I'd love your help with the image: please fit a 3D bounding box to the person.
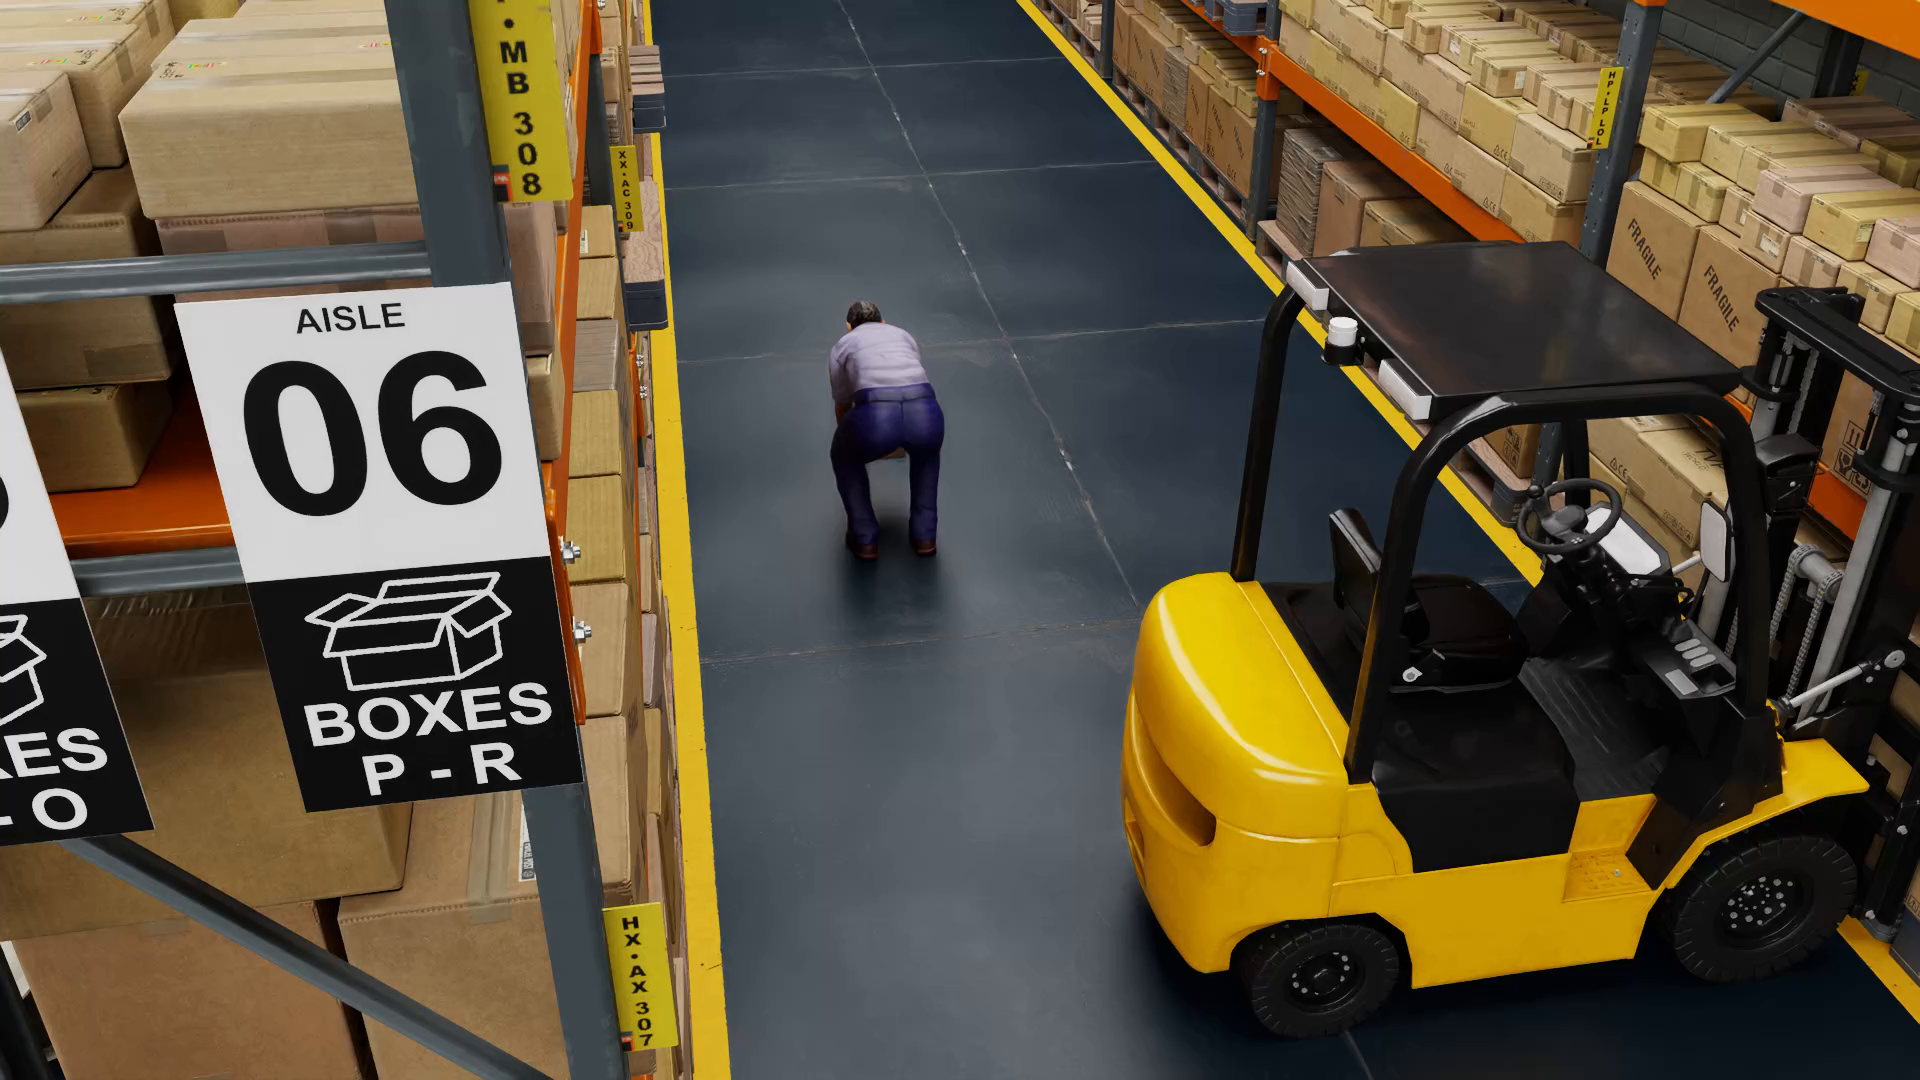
[{"bbox_3d":[-0.346,-0.482,7.596,0.513,0.993,0.892,-7,32,-11],"label":"person"}]
